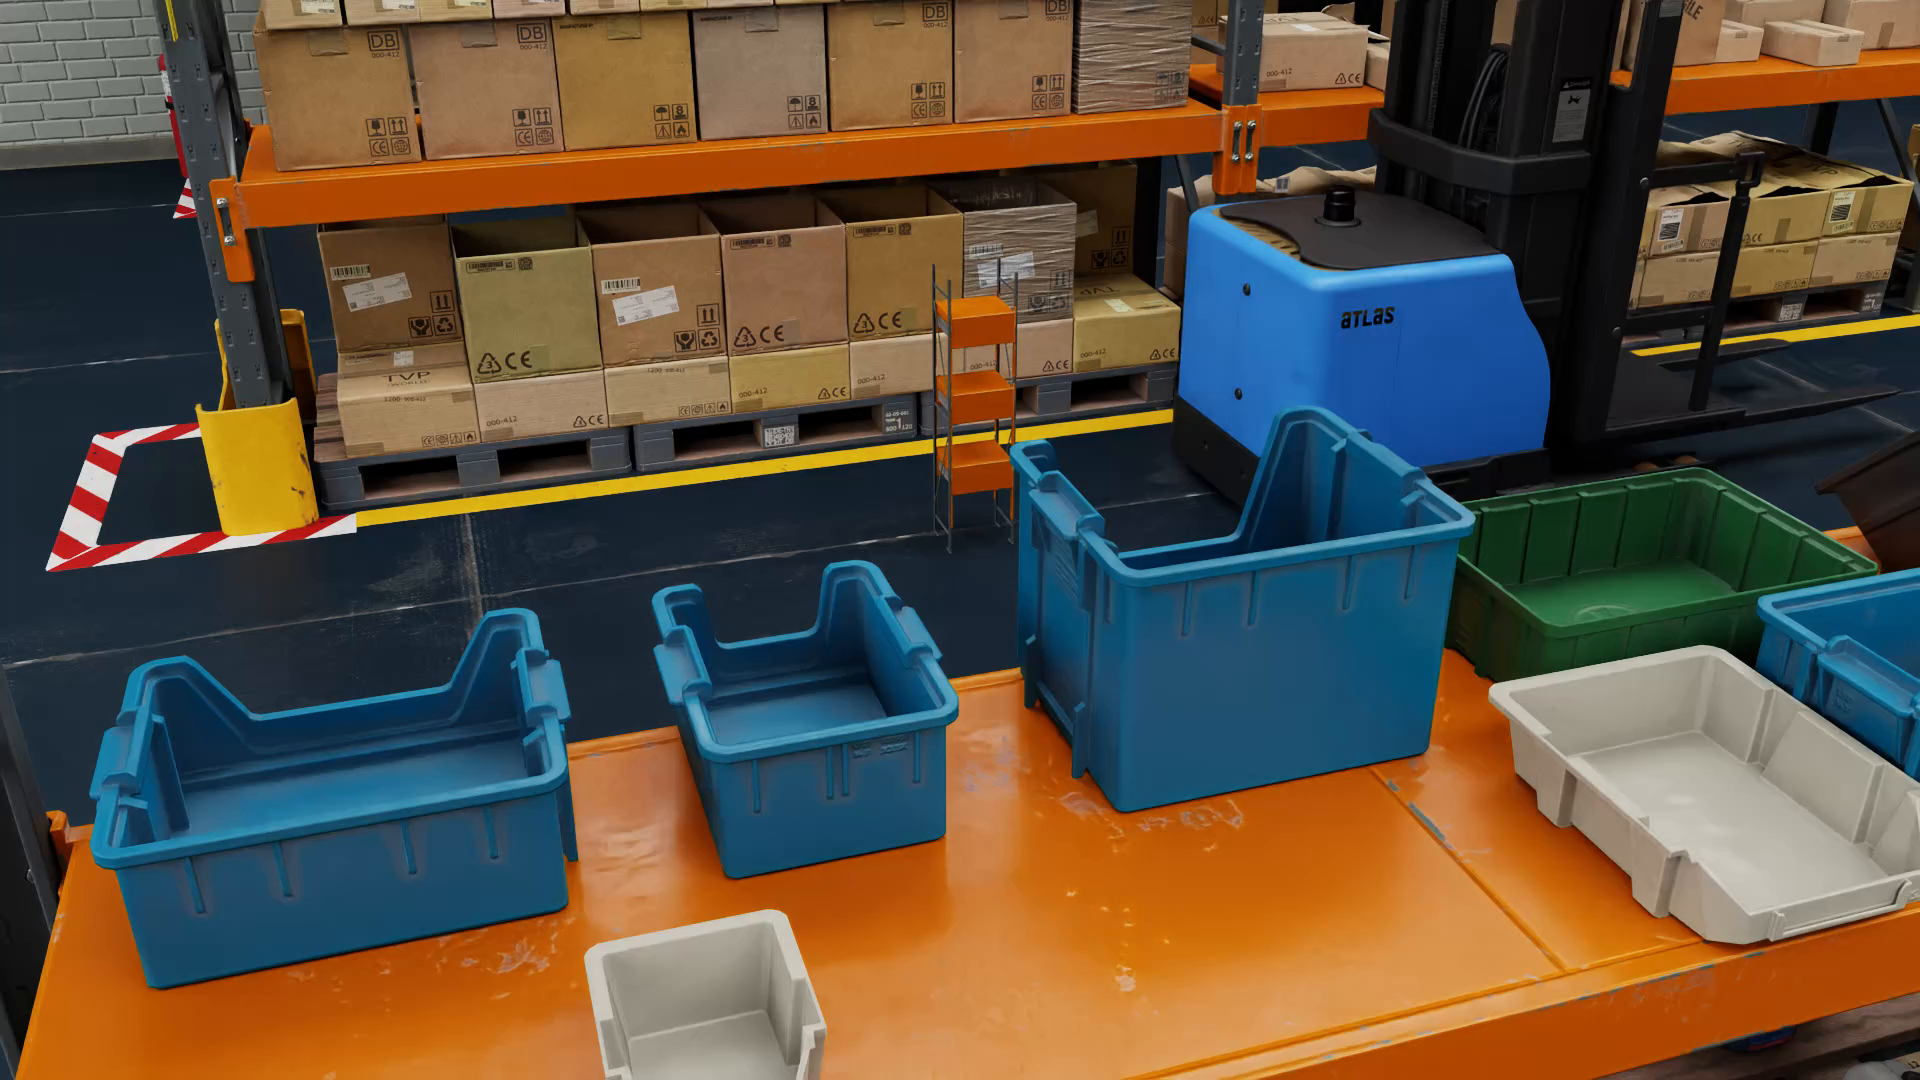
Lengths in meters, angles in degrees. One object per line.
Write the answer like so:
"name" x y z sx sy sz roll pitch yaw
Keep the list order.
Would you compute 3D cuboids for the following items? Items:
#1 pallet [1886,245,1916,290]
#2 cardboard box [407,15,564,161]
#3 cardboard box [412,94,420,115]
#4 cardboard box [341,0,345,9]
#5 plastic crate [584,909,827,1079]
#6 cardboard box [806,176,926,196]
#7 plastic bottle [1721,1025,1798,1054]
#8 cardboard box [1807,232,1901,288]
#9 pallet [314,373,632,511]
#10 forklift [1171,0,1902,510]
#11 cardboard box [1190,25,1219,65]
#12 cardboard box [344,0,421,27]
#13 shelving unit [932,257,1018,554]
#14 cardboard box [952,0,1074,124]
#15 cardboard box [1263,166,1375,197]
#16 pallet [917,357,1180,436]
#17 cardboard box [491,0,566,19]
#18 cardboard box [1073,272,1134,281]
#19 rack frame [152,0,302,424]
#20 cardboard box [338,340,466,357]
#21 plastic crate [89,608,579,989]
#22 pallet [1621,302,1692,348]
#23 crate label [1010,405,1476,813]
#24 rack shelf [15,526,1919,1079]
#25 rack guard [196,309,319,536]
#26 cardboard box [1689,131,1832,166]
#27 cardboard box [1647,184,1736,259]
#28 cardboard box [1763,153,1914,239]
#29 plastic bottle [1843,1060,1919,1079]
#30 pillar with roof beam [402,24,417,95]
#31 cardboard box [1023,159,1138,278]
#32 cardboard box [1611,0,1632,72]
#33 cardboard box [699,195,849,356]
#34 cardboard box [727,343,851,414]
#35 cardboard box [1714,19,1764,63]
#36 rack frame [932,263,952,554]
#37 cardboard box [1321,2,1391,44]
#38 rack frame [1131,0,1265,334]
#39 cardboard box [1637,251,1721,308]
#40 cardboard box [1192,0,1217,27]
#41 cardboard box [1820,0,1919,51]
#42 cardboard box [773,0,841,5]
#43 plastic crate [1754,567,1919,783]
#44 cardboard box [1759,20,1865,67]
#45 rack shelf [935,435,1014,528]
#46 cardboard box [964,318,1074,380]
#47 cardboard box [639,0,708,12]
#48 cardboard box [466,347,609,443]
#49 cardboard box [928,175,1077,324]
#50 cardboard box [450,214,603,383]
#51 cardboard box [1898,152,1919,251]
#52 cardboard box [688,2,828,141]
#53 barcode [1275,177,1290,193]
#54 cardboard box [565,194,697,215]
"pallet" 5.552 -1.564 9.162 1.213 0.211 1.003 -8 28 -16
"cardboard box" -1.830 -1.802 6.394 0.500 0.500 0.700 -8 27 -15
"cardboard box" -3.628 -2.768 10.981 0.500 0.311 0.500 -12 29 -22
"cardboard box" -2.223 -2.129 6.324 0.250 0.149 0.380 -8 27 -15
"plastic crate" -0.295 0.602 1.961 0.250 0.136 0.298 -8 28 -16
"cardboard box" -0.461 -1.398 7.469 0.500 0.500 0.500 -8 28 -16
"plastic bottle" 1.706 0.906 3.536 0.185 0.351 0.144 -8 28 -16
"cardboard box" 4.406 -1.507 8.531 0.500 0.250 0.500 -8 27 -15
"pallet" -2.062 -0.498 7.016 1.213 0.211 1.003 -8 28 -16
"forklift" 2.444 -1.661 6.299 3.031 2.935 1.130 -9 28 -17
"cardboard box" 1.635 -3.674 12.593 0.500 0.500 0.700 -8 28 -16
"cardboard box" -2.086 -1.960 5.983 0.250 0.149 0.380 -9 28 -17
"shelving unit" 0.051 -0.478 6.031 0.252 1.050 0.215 -8 28 -16
"cardboard box" 0.108 -2.081 6.955 0.500 0.500 0.700 -9 28 -17
"cardboard box" 1.816 -1.634 8.157 0.500 0.311 0.500 -7 27 -15
"pallet" 0.258 -0.834 7.693 1.213 0.211 1.003 -8 28 -16
"cardboard box" -1.608 -2.027 6.119 0.250 0.149 0.380 -9 28 -17
"cardboard box" 0.493 -1.196 7.905 0.500 0.250 0.500 -8 28 -16
"rack frame" -2.776 -1.624 6.148 0.127 3.000 1.000 -8 28 -16
"cardboard box" -2.358 -0.779 7.067 0.500 0.250 0.500 -8 28 -16
"plastic crate" -0.862 0.342 2.355 0.616 0.251 0.499 -8 28 -16
"pallet" 2.878 -1.214 8.457 1.213 0.211 1.003 -8 28 -16
"crate label" 0.421 0.087 2.661 0.616 0.435 0.502 -8 28 -16
"rack shelf" 0.656 0.518 2.643 4.000 0.370 1.077 -8 28 -16
"rack guard" -2.799 -0.501 6.697 0.348 0.500 1.175 -8 28 -16
"cardboard box" 4.242 -1.985 8.865 0.500 0.311 0.500 -7 27 -14
"cardboard box" 3.436 -1.615 8.118 0.500 0.311 0.500 -8 28 -16
"cardboard box" 4.409 -1.757 8.405 0.500 0.311 0.500 -8 27 -15
"plastic bottle" 1.782 1.121 3.188 0.135 0.276 0.152 -8 28 -16
"pillar with roof beam" -2.583 -5.047 6.296 0.400 9.000 9.100 -8 28 -16
"cardboard box" 0.489 -1.536 7.747 0.500 0.500 0.500 -8 28 -16
"cardboard box" 2.740 -2.460 7.720 0.500 0.500 0.500 -8 28 -16
"cardboard box" -0.770 -1.102 6.872 0.500 0.500 0.500 -8 28 -16
"cardboard box" -0.770 -0.766 7.040 0.500 0.250 0.500 -8 28 -16
"cardboard box" 3.636 -2.414 8.021 0.250 0.149 0.380 -6 27 -12
"rack frame" -0.065 -0.461 5.998 0.008 1.050 0.200 -8 28 -16
"cardboard box" 1.807 -2.313 7.688 0.258 0.266 0.396 -9 28 -17
"rack frame" 1.027 -2.175 7.258 0.127 3.000 1.000 -8 28 -16
"cardboard box" 3.438 -1.366 8.249 0.500 0.250 0.500 -8 27 -15
"cardboard box" 1.576 -3.987 12.380 0.500 0.250 0.500 -8 28 -16
"cardboard box" 4.471 -2.654 8.323 0.500 0.311 0.500 -7 27 -13
"cardboard box" -0.624 -2.170 6.406 0.250 0.149 0.380 -7 27 -14
"plastic crate" 1.590 0.254 2.533 0.616 0.251 0.499 -8 28 -16
"cardboard box" 4.061 -2.373 7.938 0.250 0.149 0.380 -8 28 -16
"rack shelf" 0.051 -0.219 6.160 0.240 0.259 0.215 -8 28 -16
"cardboard box" 0.176 -0.910 7.331 0.500 0.250 0.500 -8 28 -16
"cardboard box" -1.112 -2.101 6.266 0.250 0.149 0.380 -9 28 -17
"cardboard box" -1.723 -0.631 6.767 0.500 0.250 0.500 -8 28 -16
"cardboard box" 0.175 -1.247 7.165 0.500 0.500 0.500 -8 28 -16
"cardboard box" -1.722 -0.966 6.599 0.500 0.500 0.500 -8 28 -16
"cardboard box" 5.352 -1.745 8.708 0.500 0.500 0.500 -7 27 -14
"cardboard box" -0.857 -1.942 6.676 0.500 0.500 0.700 -7 27 -15
"barcode" 1.399 -1.541 7.218 0.075 0.075 0.001 -8 28 -16
"cardboard box" -1.412 -1.260 7.191 0.500 0.500 0.500 -8 28 -16
